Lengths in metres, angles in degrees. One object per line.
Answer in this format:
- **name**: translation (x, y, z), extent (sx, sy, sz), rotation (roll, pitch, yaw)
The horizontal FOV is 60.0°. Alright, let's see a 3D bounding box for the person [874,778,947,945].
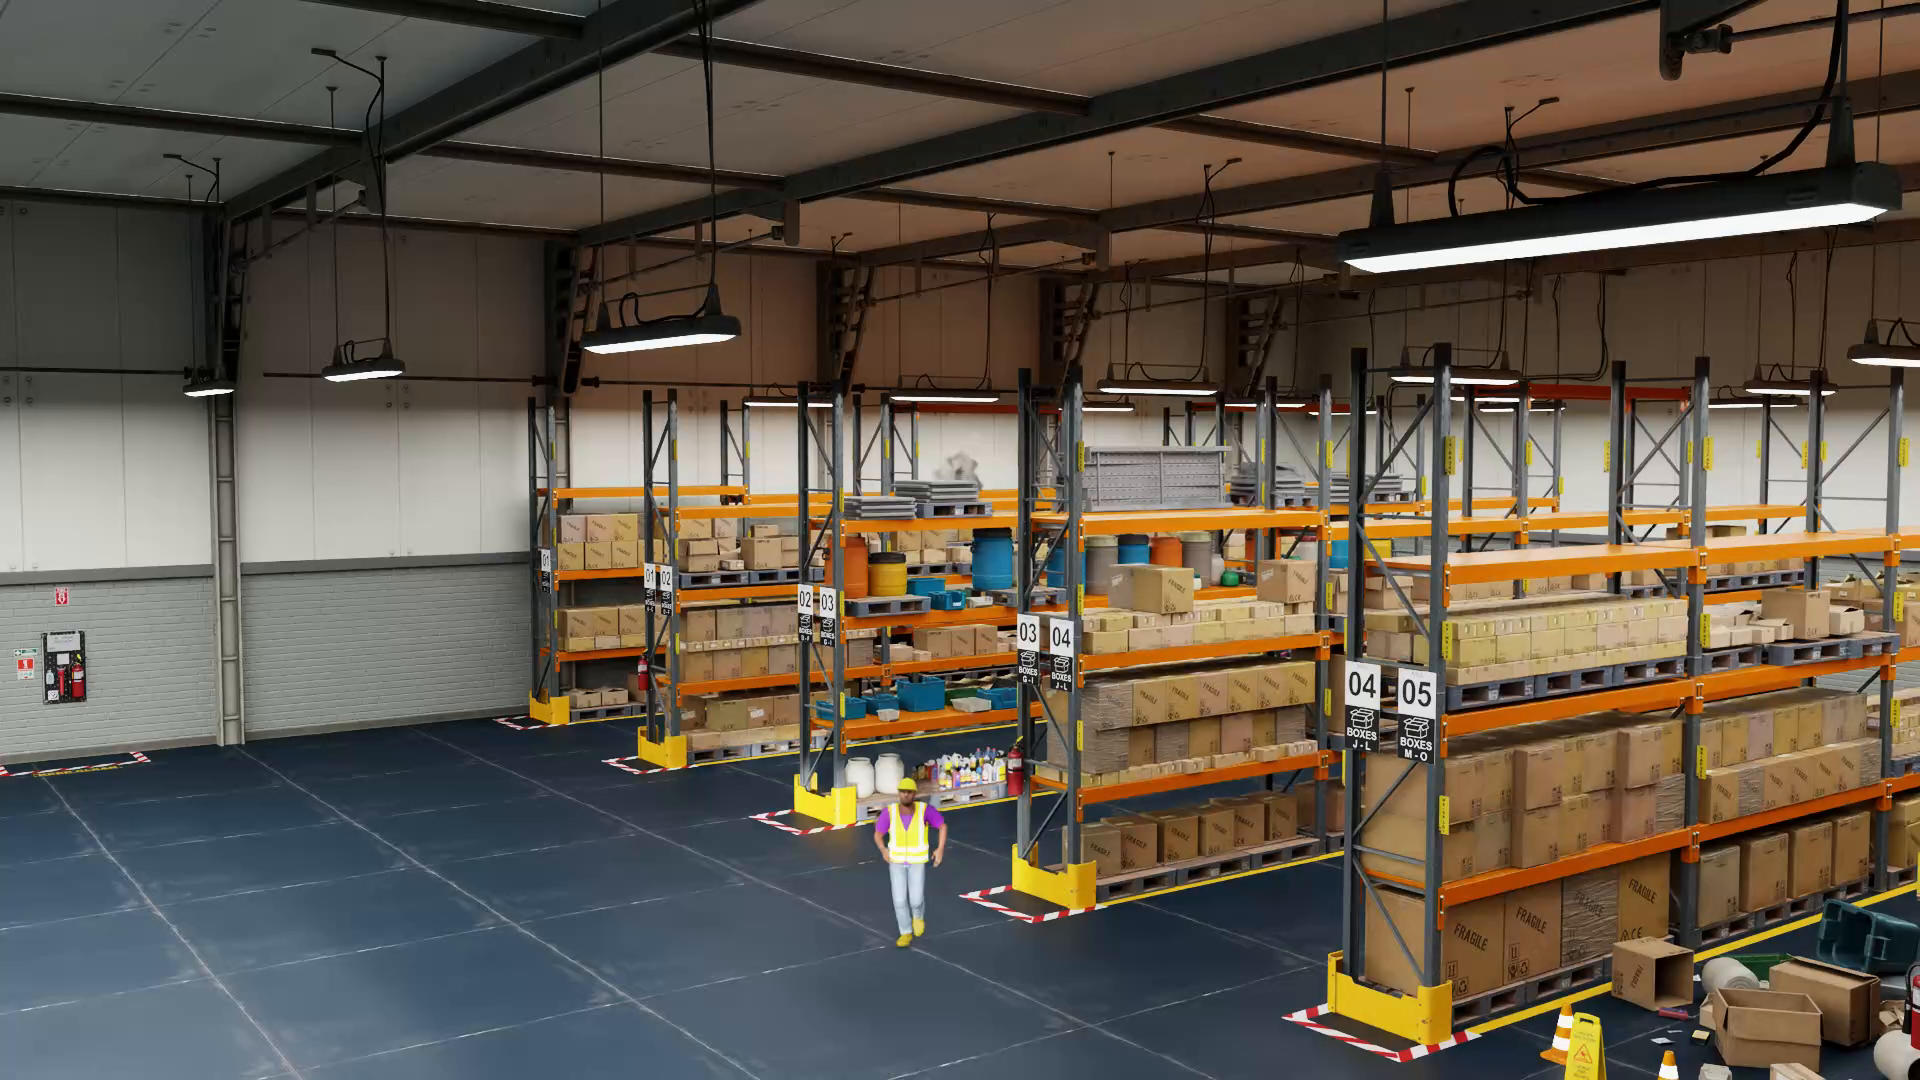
- **person**: translation (-0.518, 3.293, 17.031), extent (0.747, 1.727, 0.603), rotation (0, 3, 3)
